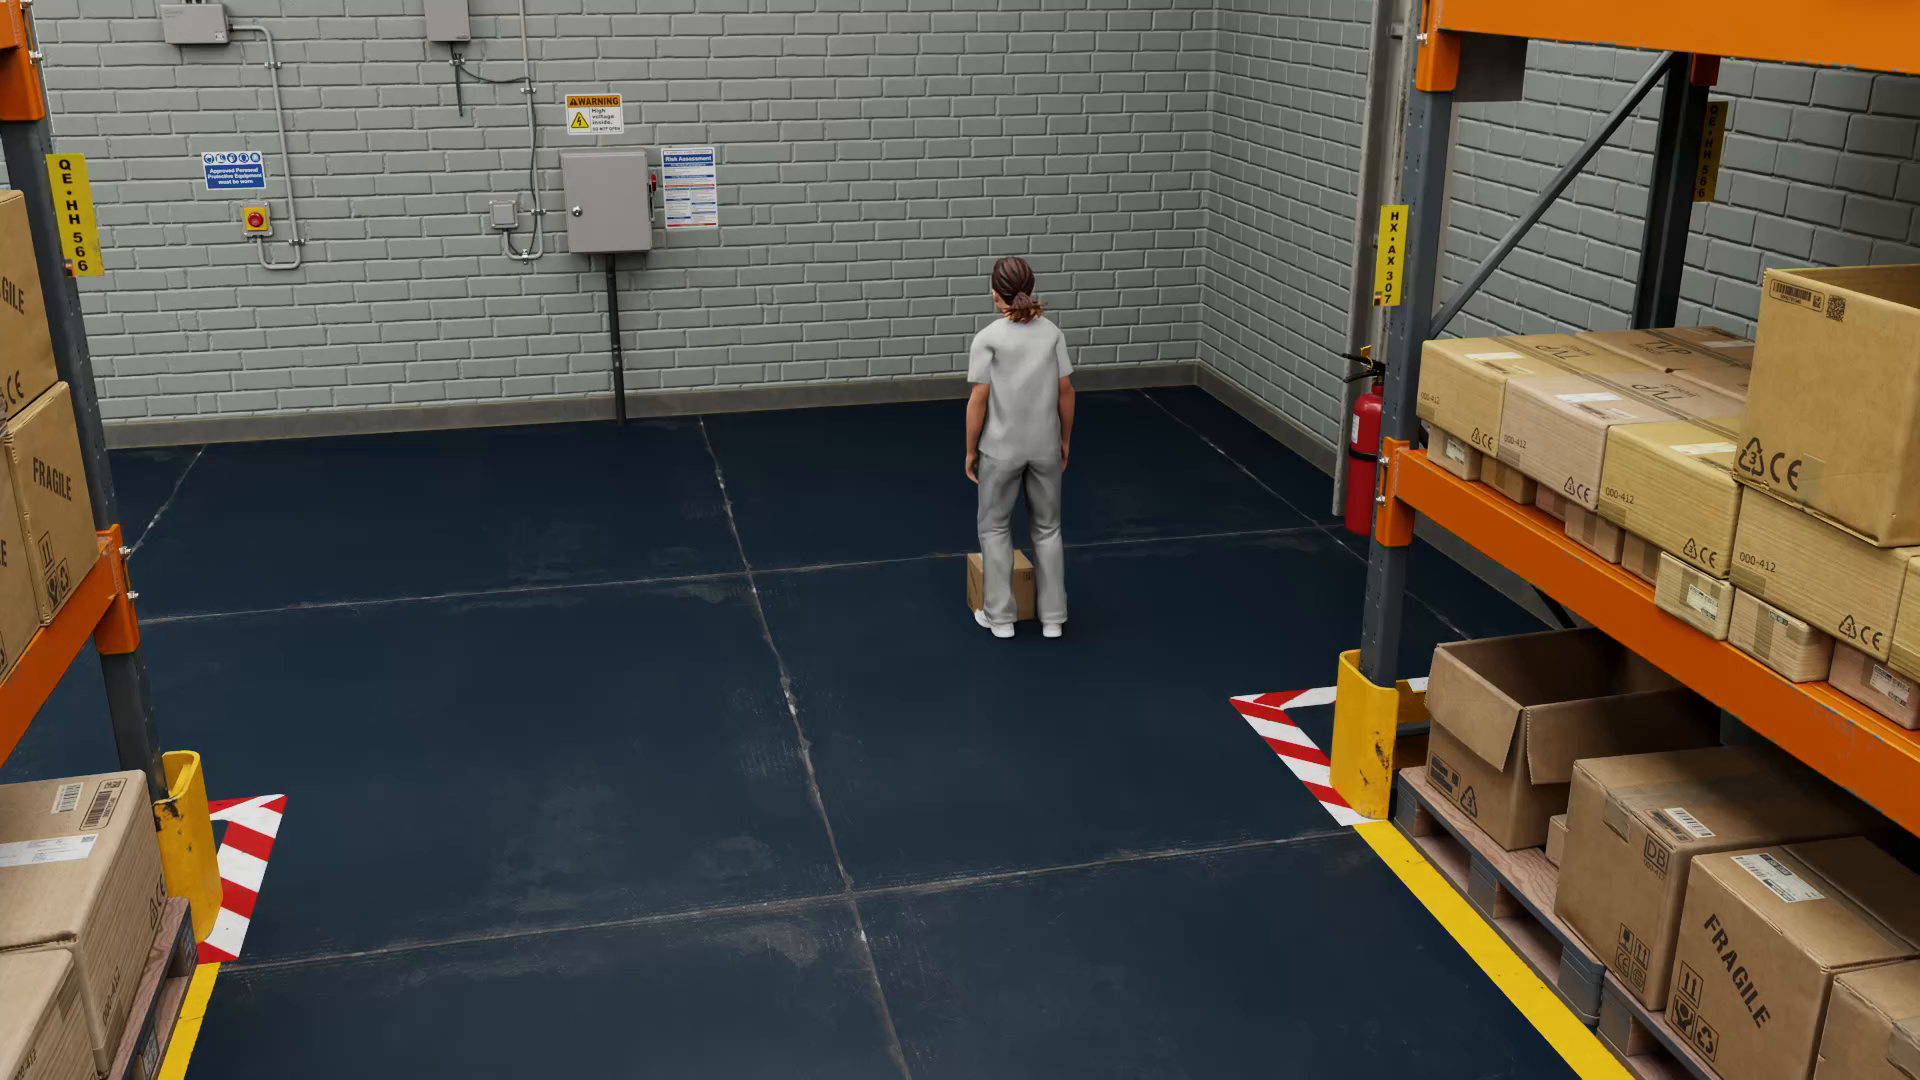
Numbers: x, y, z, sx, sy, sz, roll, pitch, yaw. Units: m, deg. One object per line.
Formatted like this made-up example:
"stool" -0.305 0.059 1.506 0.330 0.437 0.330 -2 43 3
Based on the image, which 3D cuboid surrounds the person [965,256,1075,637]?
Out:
"person" 0.246 -0.385 7.150 0.497 1.671 0.416 -5 20 -15
